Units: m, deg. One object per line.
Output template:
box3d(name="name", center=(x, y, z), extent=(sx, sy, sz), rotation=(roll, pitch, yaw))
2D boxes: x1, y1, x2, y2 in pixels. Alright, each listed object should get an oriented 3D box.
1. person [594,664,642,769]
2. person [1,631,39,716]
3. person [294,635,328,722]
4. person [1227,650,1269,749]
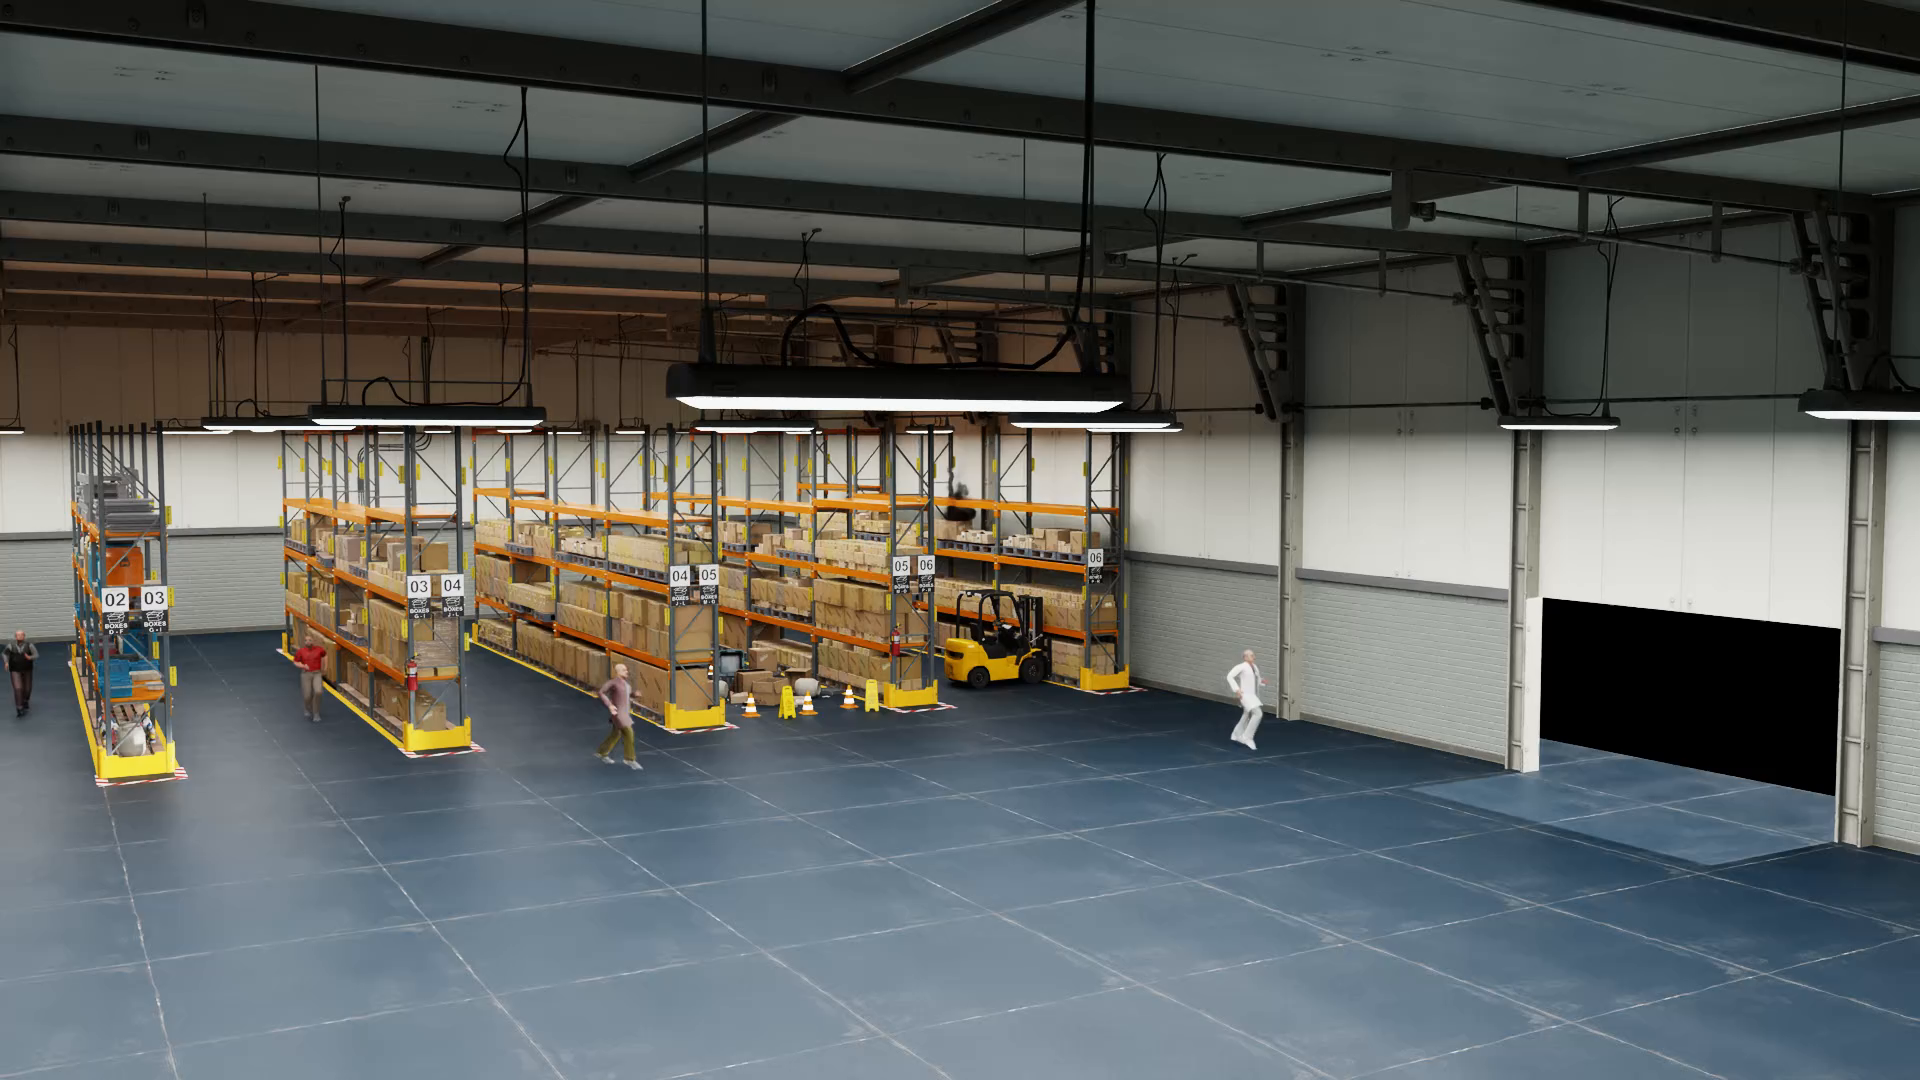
box3d(name="person", center=(-5.916, 3.055, 28.850), extent=(0.913, 1.839, 0.673), rotation=(1, 4, 10))
box3d(name="person", center=(-19.366, 2.719, 34.303), extent=(0.656, 1.707, 0.969), rotation=(-3, 4, -35))
box3d(name="person", center=(-13.143, 2.810, 33.712), extent=(0.670, 1.773, 0.767), rotation=(-2, 4, -25))
box3d(name="person", center=(5.347, 2.942, 30.719), extent=(0.798, 1.823, 0.671), rotation=(3, 4, 36))
